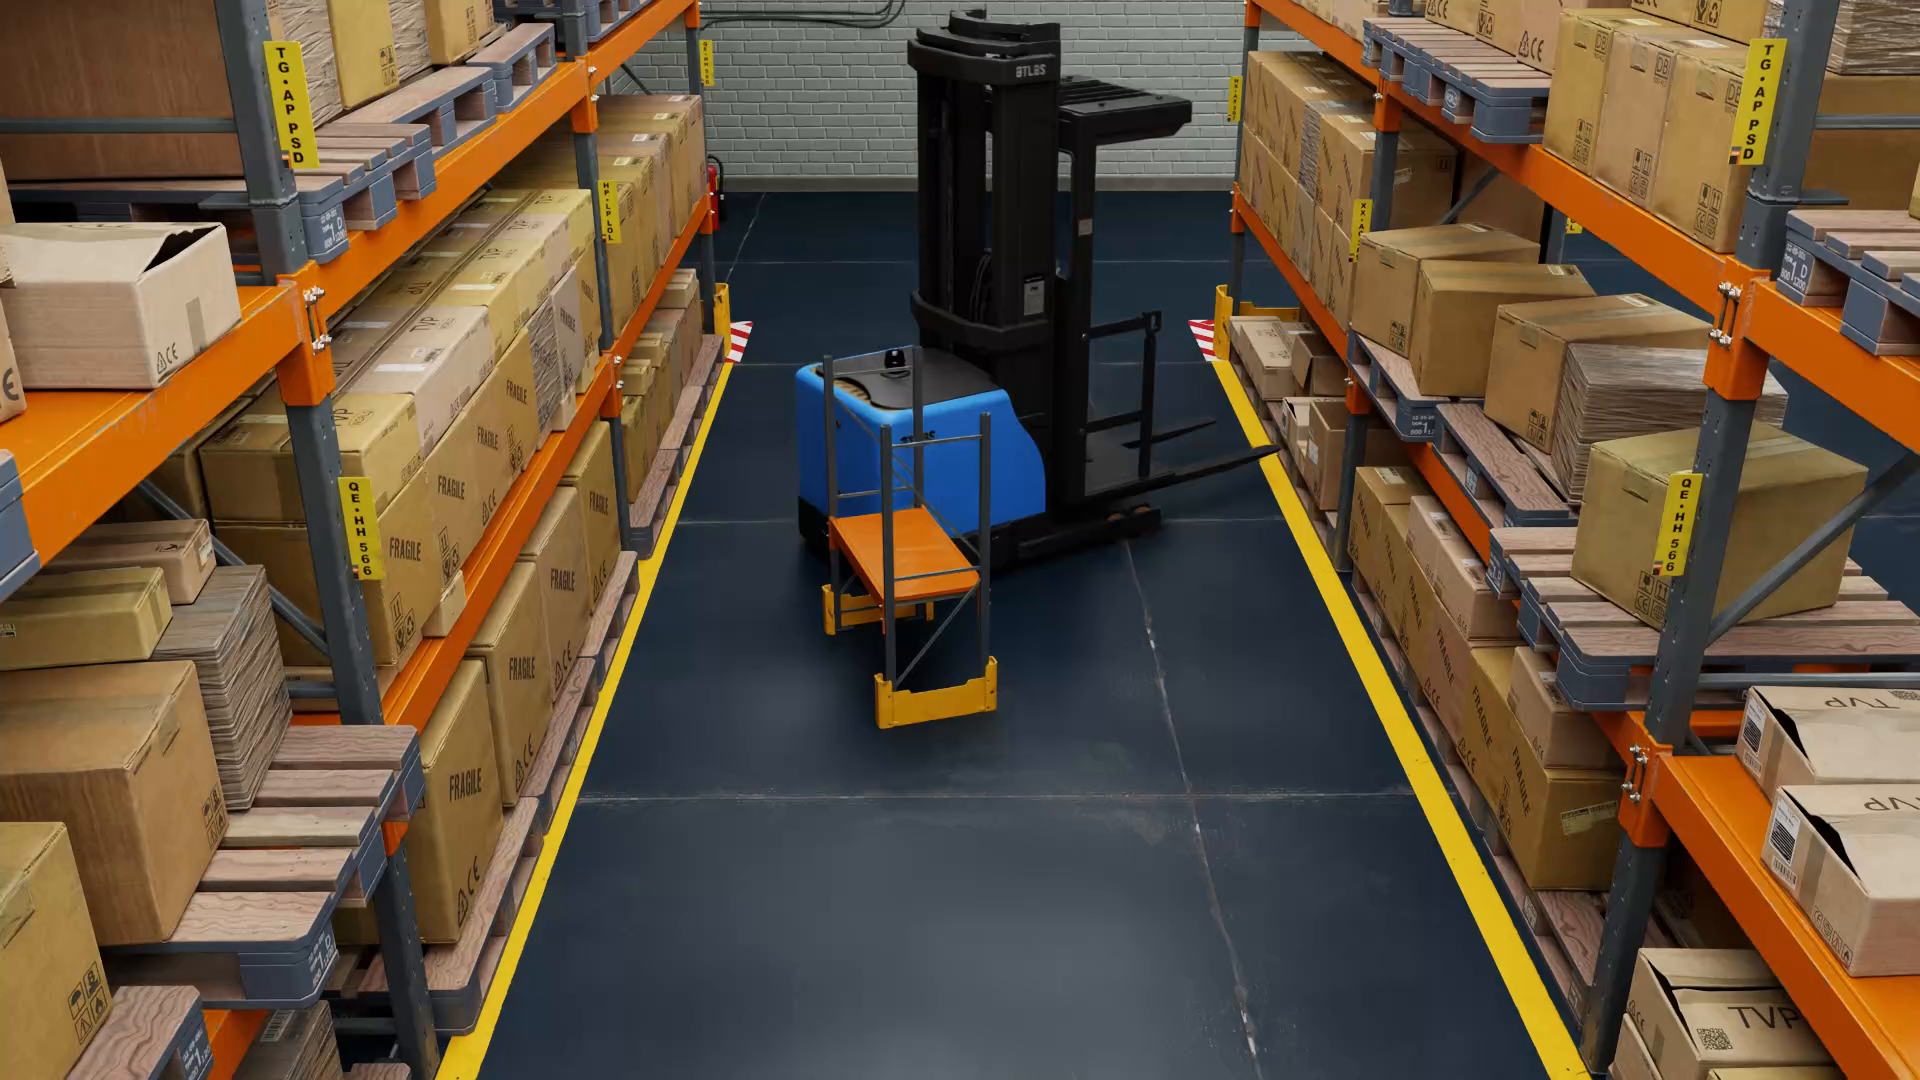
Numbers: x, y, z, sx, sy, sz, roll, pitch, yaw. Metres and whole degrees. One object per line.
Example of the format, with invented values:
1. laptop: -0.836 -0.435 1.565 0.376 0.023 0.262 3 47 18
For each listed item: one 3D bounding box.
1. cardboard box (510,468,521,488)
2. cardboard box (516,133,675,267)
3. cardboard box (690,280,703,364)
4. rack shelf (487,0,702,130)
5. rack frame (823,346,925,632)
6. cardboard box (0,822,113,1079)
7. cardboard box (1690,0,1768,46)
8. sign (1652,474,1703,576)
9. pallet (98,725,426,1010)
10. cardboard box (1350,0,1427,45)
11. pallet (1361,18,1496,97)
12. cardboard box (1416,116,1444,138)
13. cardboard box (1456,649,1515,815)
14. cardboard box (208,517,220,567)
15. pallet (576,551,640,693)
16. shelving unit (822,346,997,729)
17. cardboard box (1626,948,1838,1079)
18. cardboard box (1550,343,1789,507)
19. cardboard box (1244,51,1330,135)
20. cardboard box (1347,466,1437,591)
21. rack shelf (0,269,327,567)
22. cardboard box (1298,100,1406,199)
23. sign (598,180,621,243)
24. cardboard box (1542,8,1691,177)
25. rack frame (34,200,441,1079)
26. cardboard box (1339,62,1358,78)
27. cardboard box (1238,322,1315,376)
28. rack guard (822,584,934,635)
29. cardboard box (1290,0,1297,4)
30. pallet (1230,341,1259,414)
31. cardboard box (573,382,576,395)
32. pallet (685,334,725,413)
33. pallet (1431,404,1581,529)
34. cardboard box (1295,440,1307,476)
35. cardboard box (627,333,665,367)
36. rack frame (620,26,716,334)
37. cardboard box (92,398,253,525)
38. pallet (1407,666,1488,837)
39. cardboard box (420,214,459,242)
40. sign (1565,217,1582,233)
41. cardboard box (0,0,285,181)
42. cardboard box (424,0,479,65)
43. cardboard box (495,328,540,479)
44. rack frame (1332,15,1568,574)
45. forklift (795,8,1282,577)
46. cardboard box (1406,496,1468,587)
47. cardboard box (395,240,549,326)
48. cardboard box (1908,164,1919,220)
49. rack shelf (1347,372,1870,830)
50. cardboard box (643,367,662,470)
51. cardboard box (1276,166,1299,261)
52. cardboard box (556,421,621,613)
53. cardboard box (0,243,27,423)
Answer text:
1. cardboard box: -2.092 -0.305 7.066 0.380 0.149 0.250 0 24 1
2. cardboard box: -2.350 -2.143 10.484 0.980 0.700 0.700 -1 24 -3
3. cardboard box: -2.277 -1.595 12.159 0.700 0.500 0.500 0 24 -1
4. rack shelf: -2.362 -3.045 10.076 1.077 0.370 4.000 0 24 -1
5. rack frame: -0.427 -0.240 8.461 0.500 1.500 0.032 -8 25 -17
6. cardboard box: -2.246 0.927 3.405 0.700 0.500 0.500 0 24 -1
7. cardboard box: 2.652 -1.815 5.149 0.500 0.500 0.500 0 24 -1
8. sign: 2.114 -0.043 4.895 0.100 0.325 0.005 0 24 -1
9. pallet: -2.183 0.847 4.470 1.213 0.211 1.003 0 24 -1
10. cardboard box: 2.342 -2.703 8.629 0.500 0.250 0.500 0 24 -1
11. pallet: 2.550 -2.218 7.602 1.213 0.211 1.003 0 24 -1
12. cardboard box: 2.883 -2.115 9.451 0.500 0.500 0.500 -1 24 -2
13. cardboard box: 2.406 0.783 6.877 0.500 0.500 0.500 -1 24 -2
14. cardboard box: -2.566 0.083 5.421 0.500 0.500 0.500 0 24 0
15. pallet: -2.257 0.406 8.596 1.003 0.211 1.213 0 24 -1
16. shelving unit: -0.269 -0.045 8.030 0.587 1.500 1.083 -8 25 -17
17. cardboard box: 2.369 1.466 5.016 0.500 0.311 0.500 1 24 1
18. cardboard box: 2.718 -0.431 6.432 0.700 0.500 0.500 4 25 9
19. cardboard box: 2.310 -3.171 11.787 0.500 0.500 0.500 0 24 1
20. cardboard box: 2.374 -0.067 8.757 0.500 0.500 0.500 -1 24 -3
21. rack shelf: -2.275 0.252 2.787 1.077 0.370 4.000 0 24 -1
22. cardboard box: 2.335 -2.333 9.933 0.500 0.500 0.500 0 24 0
23. sign: -1.798 -1.680 8.515 0.100 0.325 0.005 0 24 -1
24. cardboard box: 2.607 -1.574 5.828 0.910 0.500 0.500 0 24 -1
25. rack frame: -2.297 0.466 5.079 1.000 3.000 0.127 0 24 -1
26. cardboard box: 2.855 -2.965 11.331 0.500 0.500 0.500 0 24 1
27. cardboard box: 2.297 -1.370 11.942 0.500 0.250 0.500 0 24 -1
28. rack guard: -0.427 0.330 8.718 0.587 0.250 0.087 -8 25 -17
29. cardboard box: 2.320 -3.527 10.451 0.500 0.250 0.500 0 24 -1
30. pallet: 2.580 -1.223 12.199 1.003 0.211 1.213 0 24 -1
31. cardboard box: -2.070 -0.728 8.000 0.380 0.149 0.250 0 24 1
32. pallet: -2.297 -1.230 12.215 1.003 0.211 1.213 0 24 -1
33. pallet: 2.631 -0.271 6.943 1.003 0.211 1.213 0 24 -1
34. cardboard box: 2.259 -0.495 10.130 0.380 0.149 0.250 0 24 -1
35. cardboard box: -2.073 -1.196 10.490 0.380 0.149 0.250 -1 24 -2
36. rack frame: -2.384 -2.830 12.368 1.000 3.000 0.127 0 24 -1
37. cardboard box: -2.561 -0.251 5.249 0.500 0.250 0.500 0 24 1
38. pallet: 2.676 0.904 7.496 1.003 0.211 1.213 0 24 -1
39. cardboard box: -2.584 -1.308 7.584 0.500 0.250 0.500 0 24 0
40. sign: 3.168 -1.737 8.546 0.100 0.325 0.005 0 24 -1
41. cardboard box: -2.359 -1.342 4.782 0.700 0.500 0.500 -2 24 -5
42. cardboard box: -2.370 -2.202 6.684 0.700 0.500 0.500 -1 24 -2
43. cardboard box: -2.060 -0.560 6.842 0.500 0.500 0.500 0 24 1
44. rack frame: 2.613 -1.206 8.776 1.000 3.000 0.127 0 24 -1
45. forklift: 0.581 -1.489 9.485 3.031 2.935 1.130 -15 28 -30
46. cardboard box: 2.385 0.004 7.692 0.500 0.250 0.500 0 24 0
47. cardboard box: -2.078 -1.102 7.129 0.500 0.250 0.500 0 24 0
48. cardboard box: 2.718 -0.860 4.045 0.500 0.250 0.500 -2 24 -4
49. rack shelf: 2.635 -0.054 7.102 1.077 0.370 4.000 0 24 -1
50. cardboard box: -2.248 -0.750 10.292 0.700 0.500 0.500 0 24 -1
51. cardboard box: 2.328 -2.090 10.610 0.500 0.500 0.500 0 24 0
52. cardboard box: -2.203 -0.127 8.489 0.750 0.750 0.750 0 24 0
53. cardboard box: -2.375 -0.422 3.253 0.797 0.503 0.637 3 25 7
